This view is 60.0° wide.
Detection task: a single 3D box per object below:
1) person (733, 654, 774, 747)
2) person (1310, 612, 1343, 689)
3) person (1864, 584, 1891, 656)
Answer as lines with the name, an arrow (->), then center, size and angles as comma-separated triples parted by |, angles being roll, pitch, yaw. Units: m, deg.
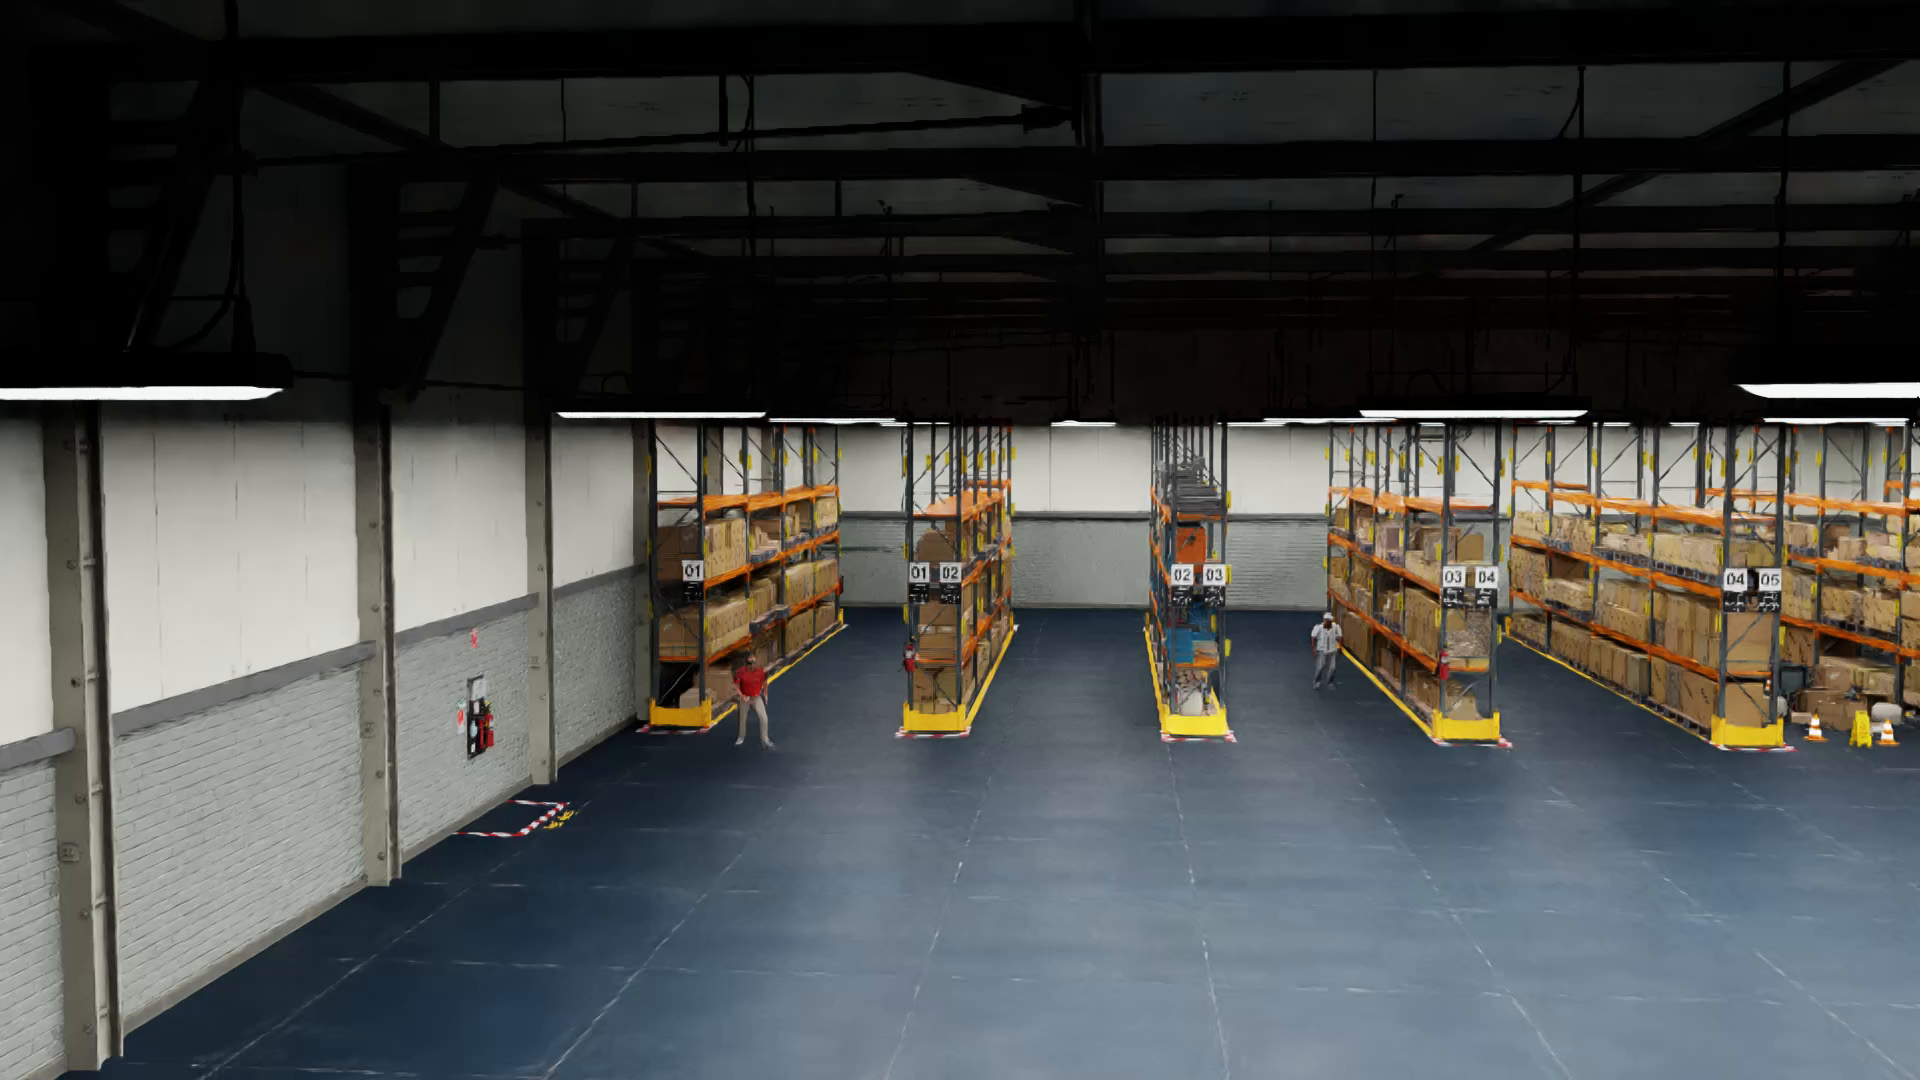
person -> -3.745, 2.872, 29.909 | 0.702, 1.669, 0.808 | -1, 4, -14
person -> 8.036, 2.422, 36.449 | 0.719, 1.714, 0.572 | 0, 4, 3
person -> 23.156, 2.000, 41.940 | 0.595, 1.778, 0.683 | 2, 4, 24
